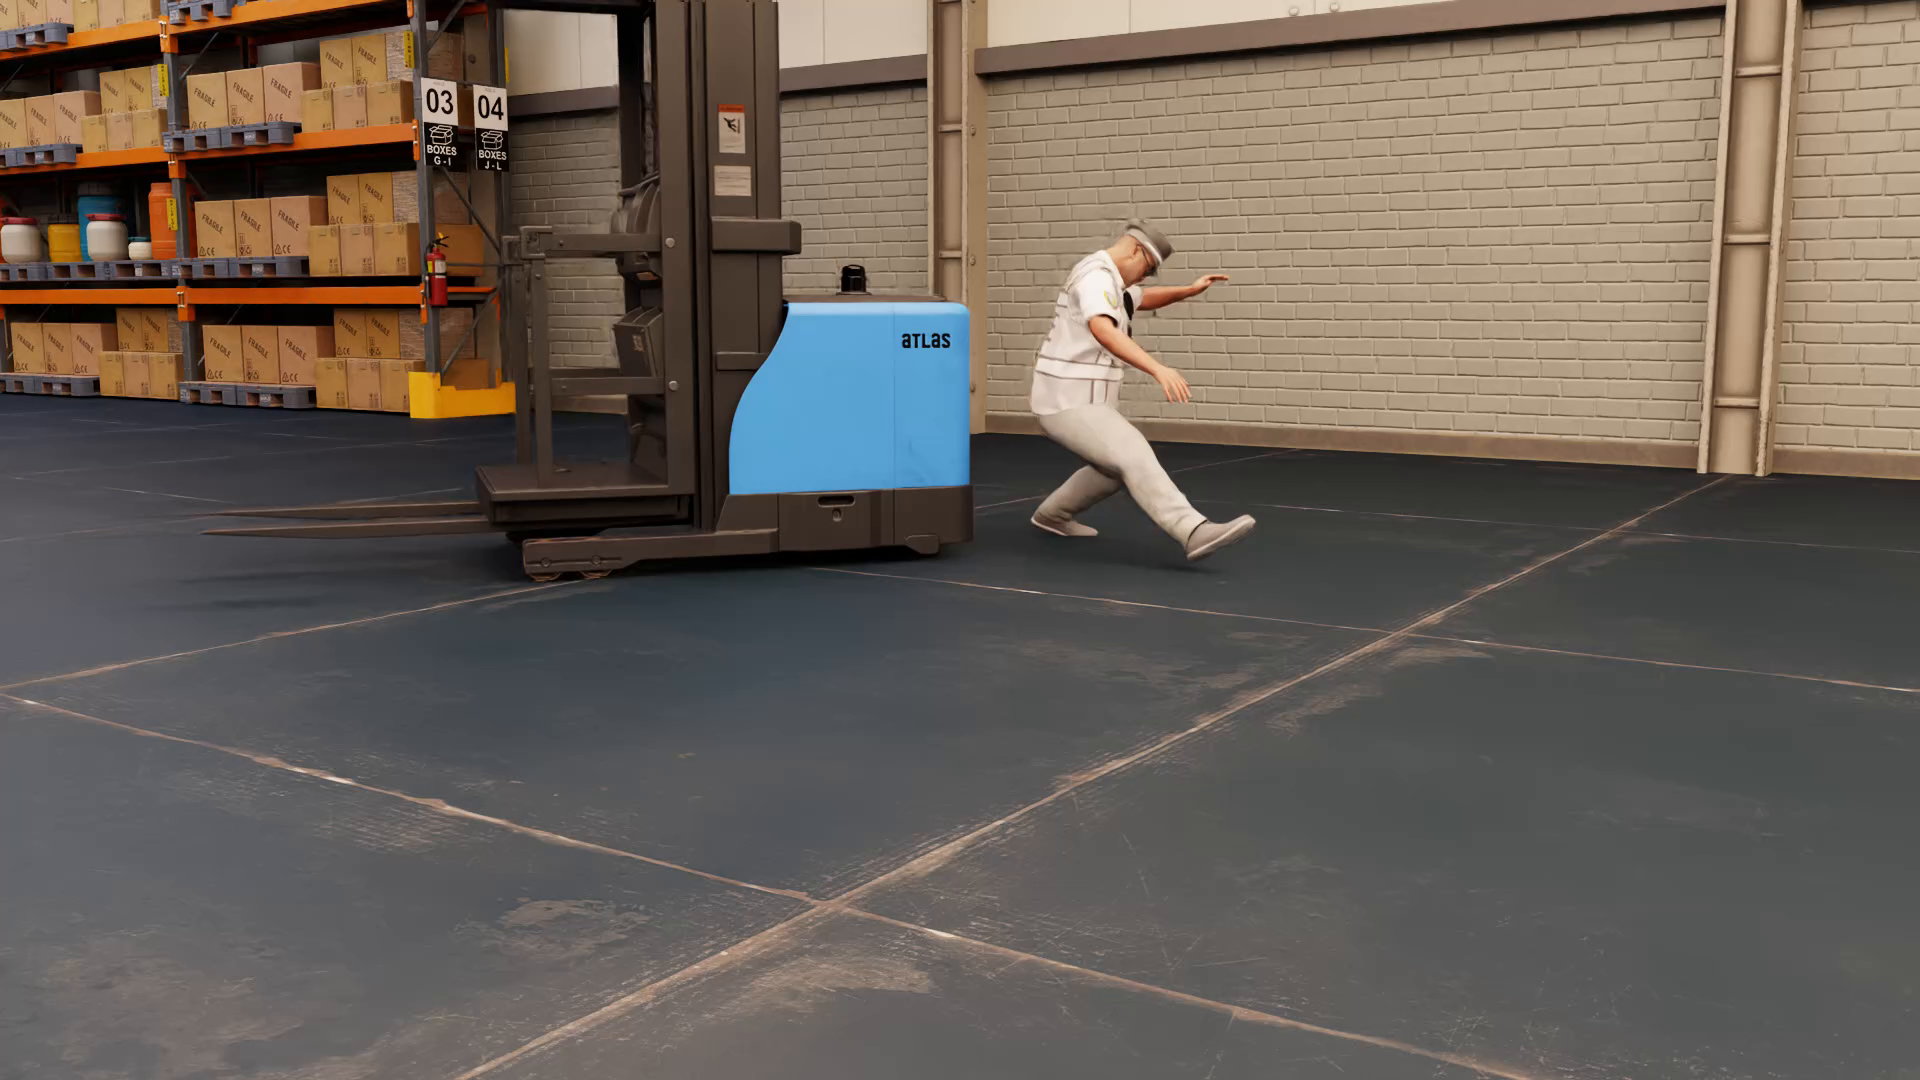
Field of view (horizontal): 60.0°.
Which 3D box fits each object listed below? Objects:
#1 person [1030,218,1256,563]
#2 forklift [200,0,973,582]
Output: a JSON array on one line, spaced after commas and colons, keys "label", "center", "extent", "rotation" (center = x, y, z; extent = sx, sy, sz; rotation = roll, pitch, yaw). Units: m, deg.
[{"label": "person", "center": [0.755, -0.635, 7.117], "extent": [1.119, 1.465, 1.134], "rotation": [2, 8, 15]}, {"label": "forklift", "center": [-1.519, -1.372, 6.842], "extent": [3.031, 2.935, 1.130], "rotation": [-3, 9, -19]}]
